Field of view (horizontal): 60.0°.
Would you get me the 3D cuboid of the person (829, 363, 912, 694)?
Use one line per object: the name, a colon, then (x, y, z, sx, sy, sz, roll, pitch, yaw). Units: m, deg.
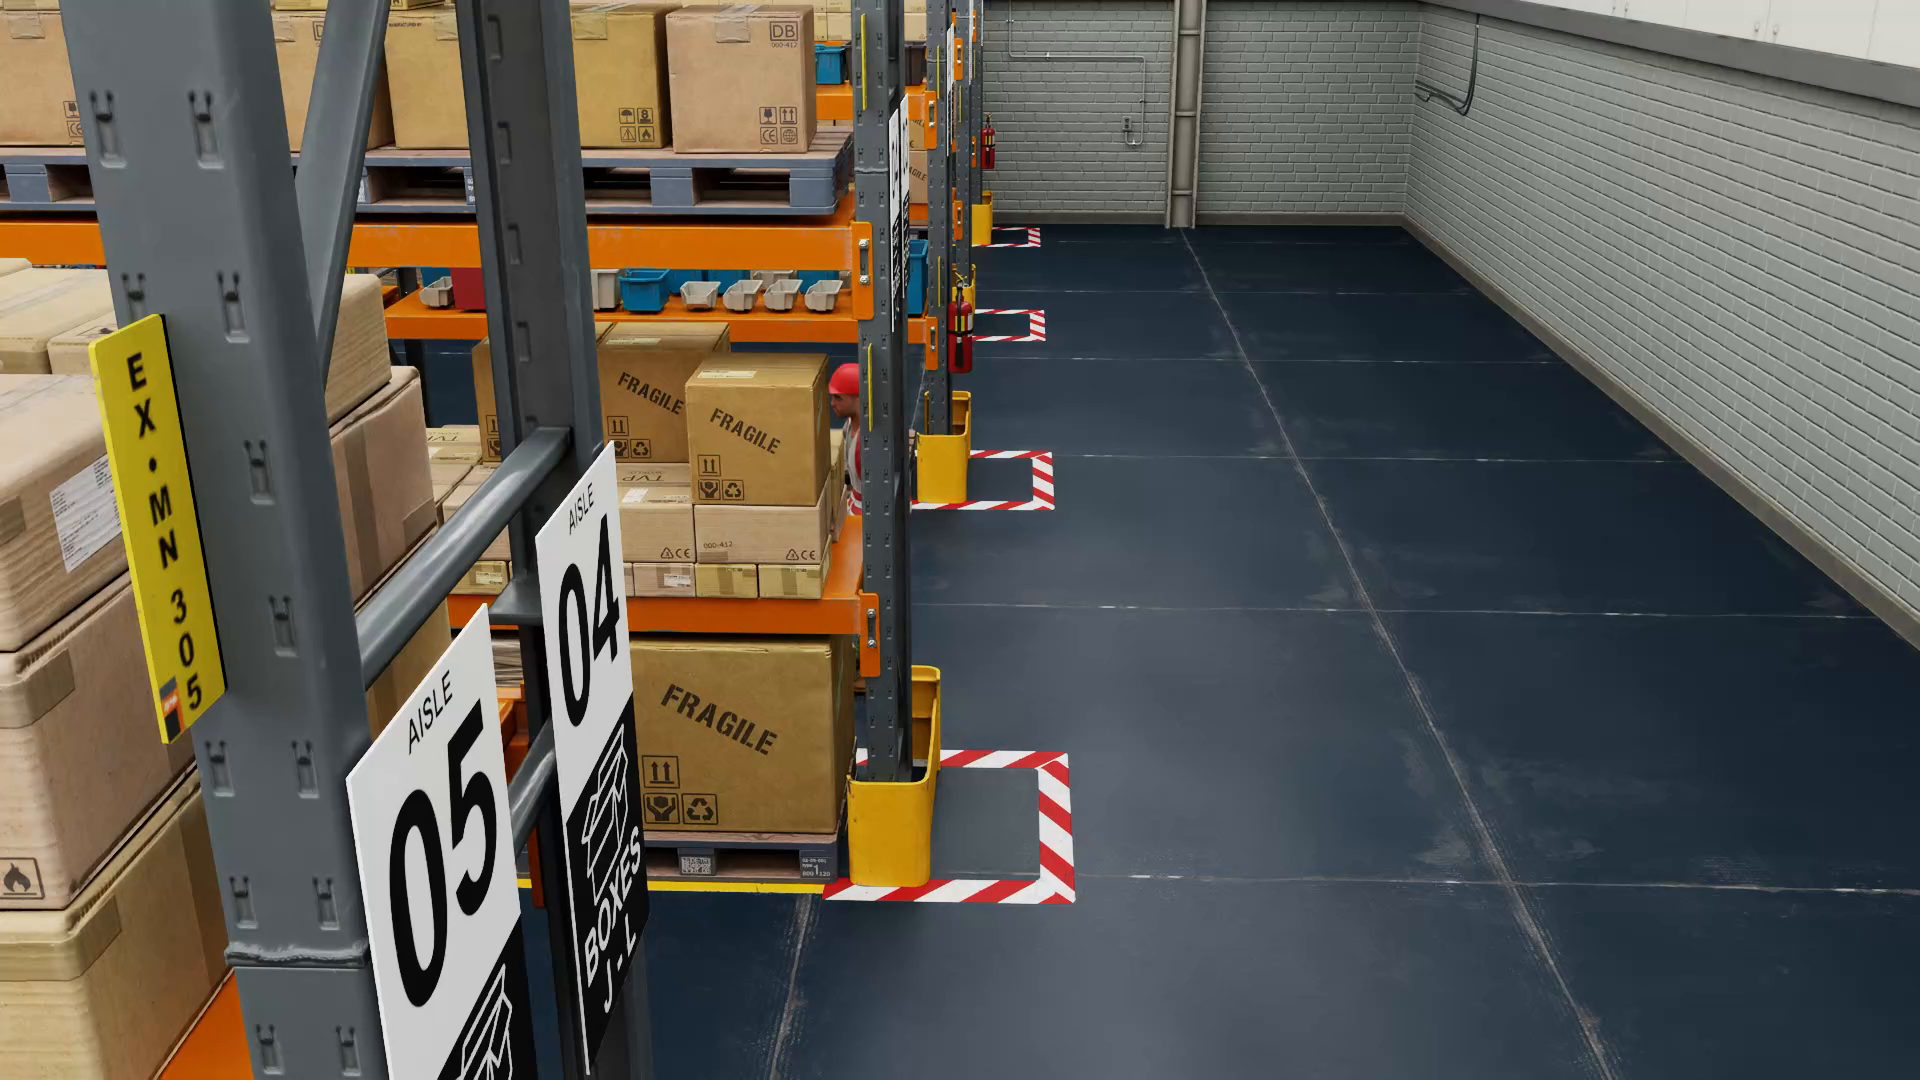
person: (-0.496, -0.072, 8.750, 0.454, 1.779, 0.620, -5, 21, -14)
